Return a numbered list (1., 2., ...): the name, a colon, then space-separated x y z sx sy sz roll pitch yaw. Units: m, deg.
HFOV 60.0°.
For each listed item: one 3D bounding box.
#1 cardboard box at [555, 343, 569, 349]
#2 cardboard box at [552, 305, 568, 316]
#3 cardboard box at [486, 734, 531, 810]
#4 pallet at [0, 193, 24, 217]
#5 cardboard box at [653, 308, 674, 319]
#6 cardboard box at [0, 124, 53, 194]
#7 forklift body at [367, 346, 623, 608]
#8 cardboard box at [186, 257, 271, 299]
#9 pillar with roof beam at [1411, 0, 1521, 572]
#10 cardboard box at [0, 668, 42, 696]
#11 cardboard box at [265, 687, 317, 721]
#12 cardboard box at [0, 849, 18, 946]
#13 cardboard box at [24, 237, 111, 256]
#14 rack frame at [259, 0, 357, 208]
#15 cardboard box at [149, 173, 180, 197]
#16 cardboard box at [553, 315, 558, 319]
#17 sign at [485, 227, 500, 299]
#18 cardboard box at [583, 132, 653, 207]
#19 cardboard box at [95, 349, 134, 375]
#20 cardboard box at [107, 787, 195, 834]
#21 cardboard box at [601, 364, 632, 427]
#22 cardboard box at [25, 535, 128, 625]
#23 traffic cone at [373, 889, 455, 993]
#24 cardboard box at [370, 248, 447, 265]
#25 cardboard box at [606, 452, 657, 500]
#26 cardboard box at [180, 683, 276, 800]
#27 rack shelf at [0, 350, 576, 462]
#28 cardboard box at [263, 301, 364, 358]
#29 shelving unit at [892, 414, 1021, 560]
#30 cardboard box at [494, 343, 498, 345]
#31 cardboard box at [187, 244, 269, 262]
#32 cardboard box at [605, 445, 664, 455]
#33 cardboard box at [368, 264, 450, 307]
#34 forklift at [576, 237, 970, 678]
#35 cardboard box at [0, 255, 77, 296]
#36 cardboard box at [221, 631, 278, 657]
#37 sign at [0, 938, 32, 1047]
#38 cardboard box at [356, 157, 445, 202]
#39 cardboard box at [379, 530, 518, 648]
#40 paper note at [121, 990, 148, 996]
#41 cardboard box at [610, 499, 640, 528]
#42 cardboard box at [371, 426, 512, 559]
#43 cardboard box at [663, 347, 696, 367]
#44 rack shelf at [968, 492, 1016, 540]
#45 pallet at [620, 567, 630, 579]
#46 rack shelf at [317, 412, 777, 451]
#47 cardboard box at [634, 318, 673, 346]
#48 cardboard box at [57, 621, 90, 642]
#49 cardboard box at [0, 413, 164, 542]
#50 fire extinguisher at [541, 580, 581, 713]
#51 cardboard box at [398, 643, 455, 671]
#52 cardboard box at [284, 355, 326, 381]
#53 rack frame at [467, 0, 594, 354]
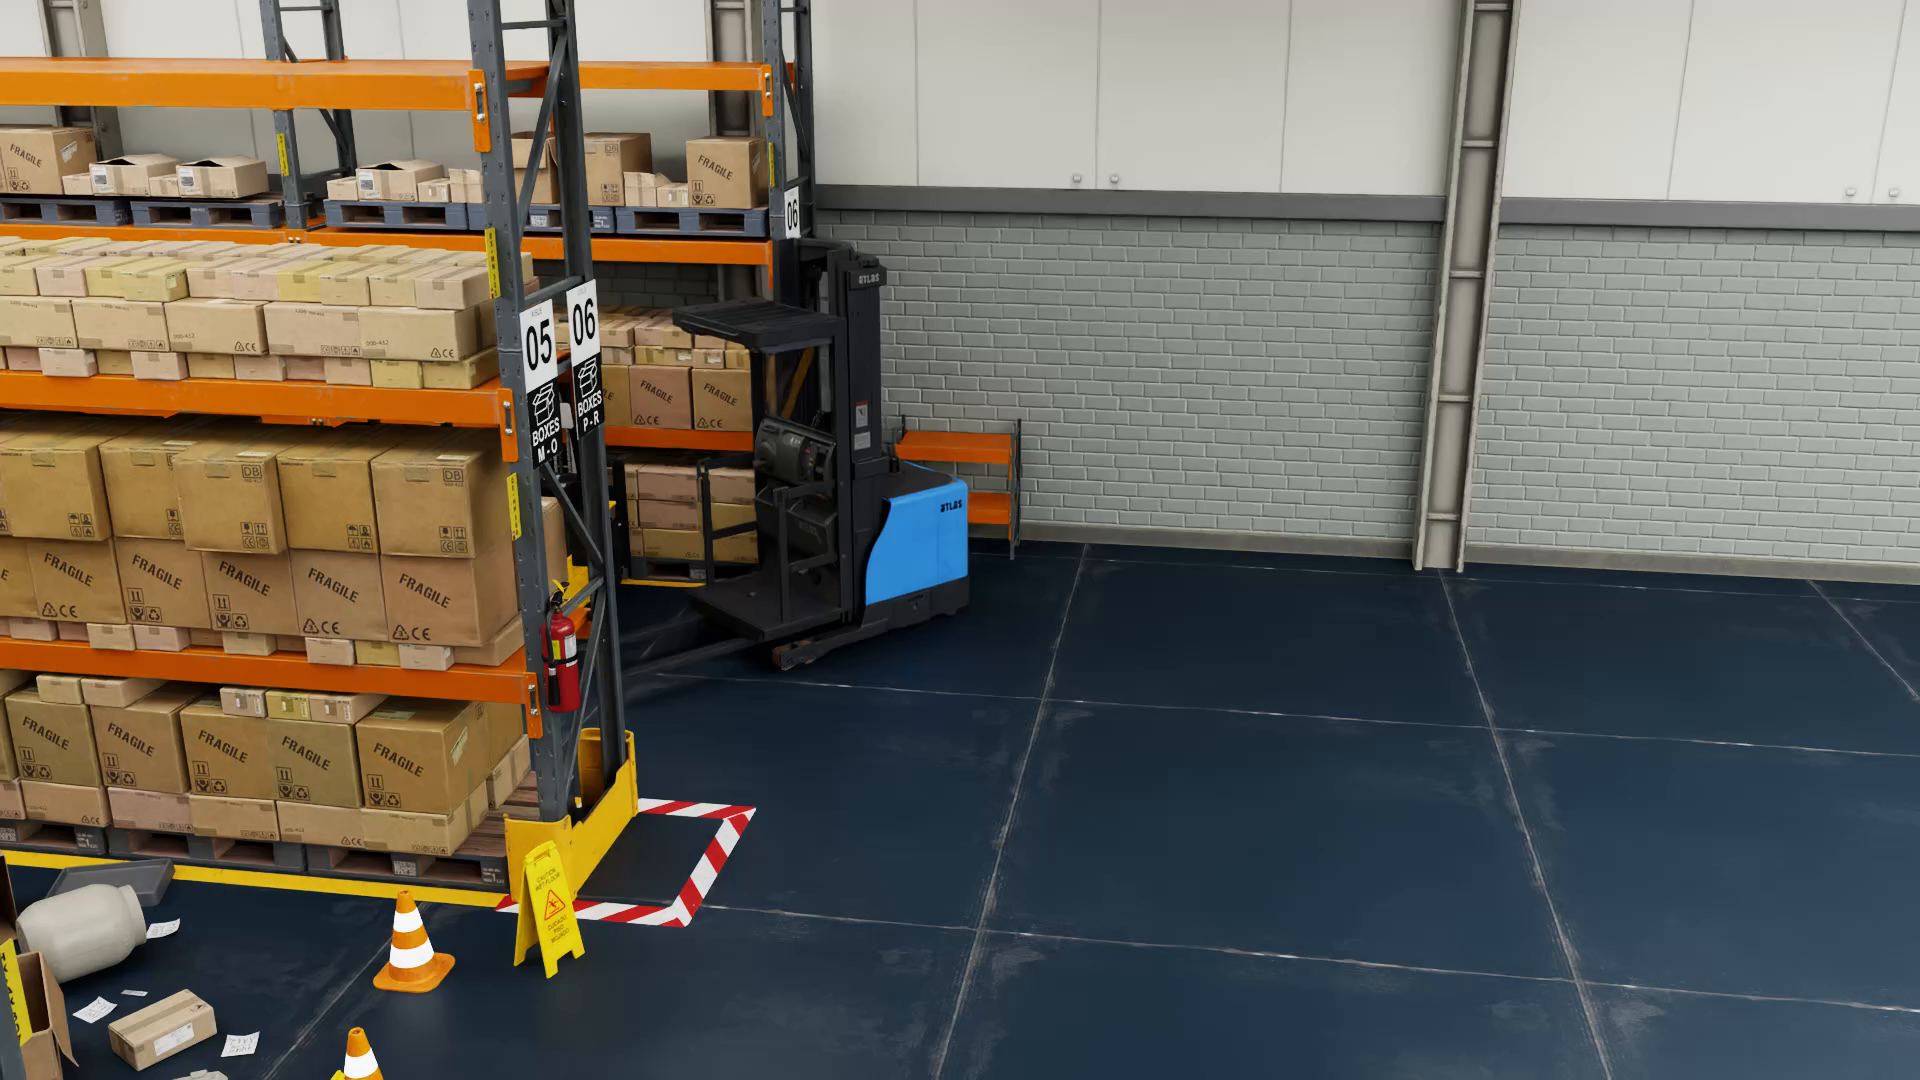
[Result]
1. cardboard box: -3.207 -1.576 13.605 0.250 0.149 0.380 3 19 8
2. cardboard box: -3.400 -1.872 14.022 0.250 0.149 0.380 3 19 10
3. cardboard box: -2.854 1.340 9.744 0.500 0.250 0.500 3 19 8
4. pallet: -8.532 -2.923 14.381 1.003 0.211 1.213 4 19 11
5. cardboard box: -2.374 -1.823 13.875 0.250 0.149 0.380 3 19 9
6. cardboard box: -8.026 -3.205 13.952 0.500 0.500 0.700 3 19 8
7. forklift body: -3.480 -0.315 12.354 1.214 2.155 2.313 3 19 9
8. cardboard box: -3.723 -1.341 8.495 0.250 0.149 0.380 2 19 7
9. pillar with roof beam: 3.379 -2.705 8.705 0.400 9.000 9.100 3 19 9
10. cardboard box: -5.397 0.742 9.327 0.250 0.149 0.380 3 19 9
11. cardboard box: -3.555 0.834 9.051 0.250 0.149 0.380 3 19 10
12. cardboard box: -5.209 1.825 8.557 0.500 0.500 0.500 -15 24 -38
13. cardboard box: -4.915 -1.571 9.183 0.250 0.149 0.380 3 19 10
14. rack frame: -5.267 -4.240 13.292 0.127 3.000 1.000 3 19 9
15. cardboard box: -6.401 -2.905 13.606 0.250 0.149 0.380 3 19 9
16. cardboard box: -3.466 -1.735 13.612 0.250 0.149 0.380 3 19 9
17. sign: -2.209 -1.308 7.861 0.005 0.325 0.100 3 19 9
18. cardboard box: -2.789 -2.939 13.154 0.500 0.500 0.700 3 19 9
19. cardboard box: -4.257 -0.972 8.650 0.250 0.149 0.380 3 19 9
20. cardboard box: -4.458 1.429 9.477 0.500 0.250 0.500 3 19 8
21. cardboard box: -2.862 -1.238 13.618 0.500 0.500 0.500 3 19 8
22. cardboard box: -4.668 0.129 9.064 0.500 0.500 0.500 3 19 8
23. traffic cone: -2.731 1.948 8.253 0.334 0.463 0.336 3 19 9
24. cardboard box: -2.908 -1.441 8.794 0.250 0.149 0.380 3 19 9
25. cardboard box: -2.827 -0.534 13.768 0.500 0.250 0.500 3 19 9
26. cardboard box: -3.947 1.100 9.279 0.500 0.500 0.500 2 19 7
27. rack shelf: -4.076 -0.820 8.933 4.000 0.370 1.077 3 19 9
28. cardboard box: -3.144 -1.102 8.409 0.500 0.250 0.500 3 19 8
29. shelving unit: -0.023 -0.465 14.420 1.048 1.125 0.538 3 19 8
30. cardboard box: -2.378 -1.060 8.912 0.250 0.149 0.380 3 19 9
31. cardboard box: -3.918 -1.488 8.934 0.250 0.149 0.380 3 19 10
32. cardboard box: -2.748 -0.699 14.260 0.500 0.250 0.500 3 19 8
33. cardboard box: -2.731 -1.269 8.281 0.250 0.149 0.380 3 19 10
34. forklift: -1.374 -0.638 12.092 3.031 2.935 1.130 -15 24 -38
35. cardboard box: -4.763 -1.364 8.565 0.250 0.149 0.380 2 19 7
36. cardboard box: -3.779 0.487 9.017 0.250 0.149 0.380 3 19 8
37. sign: -2.693 1.296 4.713 0.005 0.325 0.100 3 19 9
38. cardboard box: -4.485 -2.903 13.346 0.500 0.311 0.500 3 19 10
39. cardboard box: -2.681 0.233 8.754 0.500 0.500 0.500 3 19 8
40. paper note: -4.047 2.220 8.151 0.123 0.001 0.032 3 19 9
41. cardboard box: -2.855 -0.300 13.856 0.500 0.250 0.500 2 19 7
42. cardboard box: -2.641 -0.258 8.645 0.500 0.500 0.700 2 19 7
43. cardboard box: -2.208 -1.514 13.420 0.250 0.149 0.380 3 19 10
44. rack shelf: -0.023 -0.233 14.497 1.000 0.278 0.538 3 19 8
45. pallet: -3.281 0.042 14.346 1.213 0.211 1.003 3 19 9
46. rack shelf: -3.293 -0.953 14.057 4.000 0.370 1.077 3 19 9
47. cardboard box: -2.450 -1.685 13.462 0.250 0.149 0.380 3 19 9
48. cardboard box: -4.759 0.423 9.206 0.250 0.149 0.380 3 19 8
49. cardboard box: -4.659 -0.346 8.906 0.500 0.500 0.700 3 19 7
50. fire extinguisher: -2.062 0.549 8.557 0.183 0.674 0.296 3 19 9
51. cardboard box: -2.772 0.551 8.824 0.250 0.149 0.380 3 19 8
52. cardboard box: -3.246 -0.932 8.529 0.250 0.149 0.380 3 19 9
53. rack frame: -2.102 -2.483 8.042 0.127 3.000 1.000 3 19 9
